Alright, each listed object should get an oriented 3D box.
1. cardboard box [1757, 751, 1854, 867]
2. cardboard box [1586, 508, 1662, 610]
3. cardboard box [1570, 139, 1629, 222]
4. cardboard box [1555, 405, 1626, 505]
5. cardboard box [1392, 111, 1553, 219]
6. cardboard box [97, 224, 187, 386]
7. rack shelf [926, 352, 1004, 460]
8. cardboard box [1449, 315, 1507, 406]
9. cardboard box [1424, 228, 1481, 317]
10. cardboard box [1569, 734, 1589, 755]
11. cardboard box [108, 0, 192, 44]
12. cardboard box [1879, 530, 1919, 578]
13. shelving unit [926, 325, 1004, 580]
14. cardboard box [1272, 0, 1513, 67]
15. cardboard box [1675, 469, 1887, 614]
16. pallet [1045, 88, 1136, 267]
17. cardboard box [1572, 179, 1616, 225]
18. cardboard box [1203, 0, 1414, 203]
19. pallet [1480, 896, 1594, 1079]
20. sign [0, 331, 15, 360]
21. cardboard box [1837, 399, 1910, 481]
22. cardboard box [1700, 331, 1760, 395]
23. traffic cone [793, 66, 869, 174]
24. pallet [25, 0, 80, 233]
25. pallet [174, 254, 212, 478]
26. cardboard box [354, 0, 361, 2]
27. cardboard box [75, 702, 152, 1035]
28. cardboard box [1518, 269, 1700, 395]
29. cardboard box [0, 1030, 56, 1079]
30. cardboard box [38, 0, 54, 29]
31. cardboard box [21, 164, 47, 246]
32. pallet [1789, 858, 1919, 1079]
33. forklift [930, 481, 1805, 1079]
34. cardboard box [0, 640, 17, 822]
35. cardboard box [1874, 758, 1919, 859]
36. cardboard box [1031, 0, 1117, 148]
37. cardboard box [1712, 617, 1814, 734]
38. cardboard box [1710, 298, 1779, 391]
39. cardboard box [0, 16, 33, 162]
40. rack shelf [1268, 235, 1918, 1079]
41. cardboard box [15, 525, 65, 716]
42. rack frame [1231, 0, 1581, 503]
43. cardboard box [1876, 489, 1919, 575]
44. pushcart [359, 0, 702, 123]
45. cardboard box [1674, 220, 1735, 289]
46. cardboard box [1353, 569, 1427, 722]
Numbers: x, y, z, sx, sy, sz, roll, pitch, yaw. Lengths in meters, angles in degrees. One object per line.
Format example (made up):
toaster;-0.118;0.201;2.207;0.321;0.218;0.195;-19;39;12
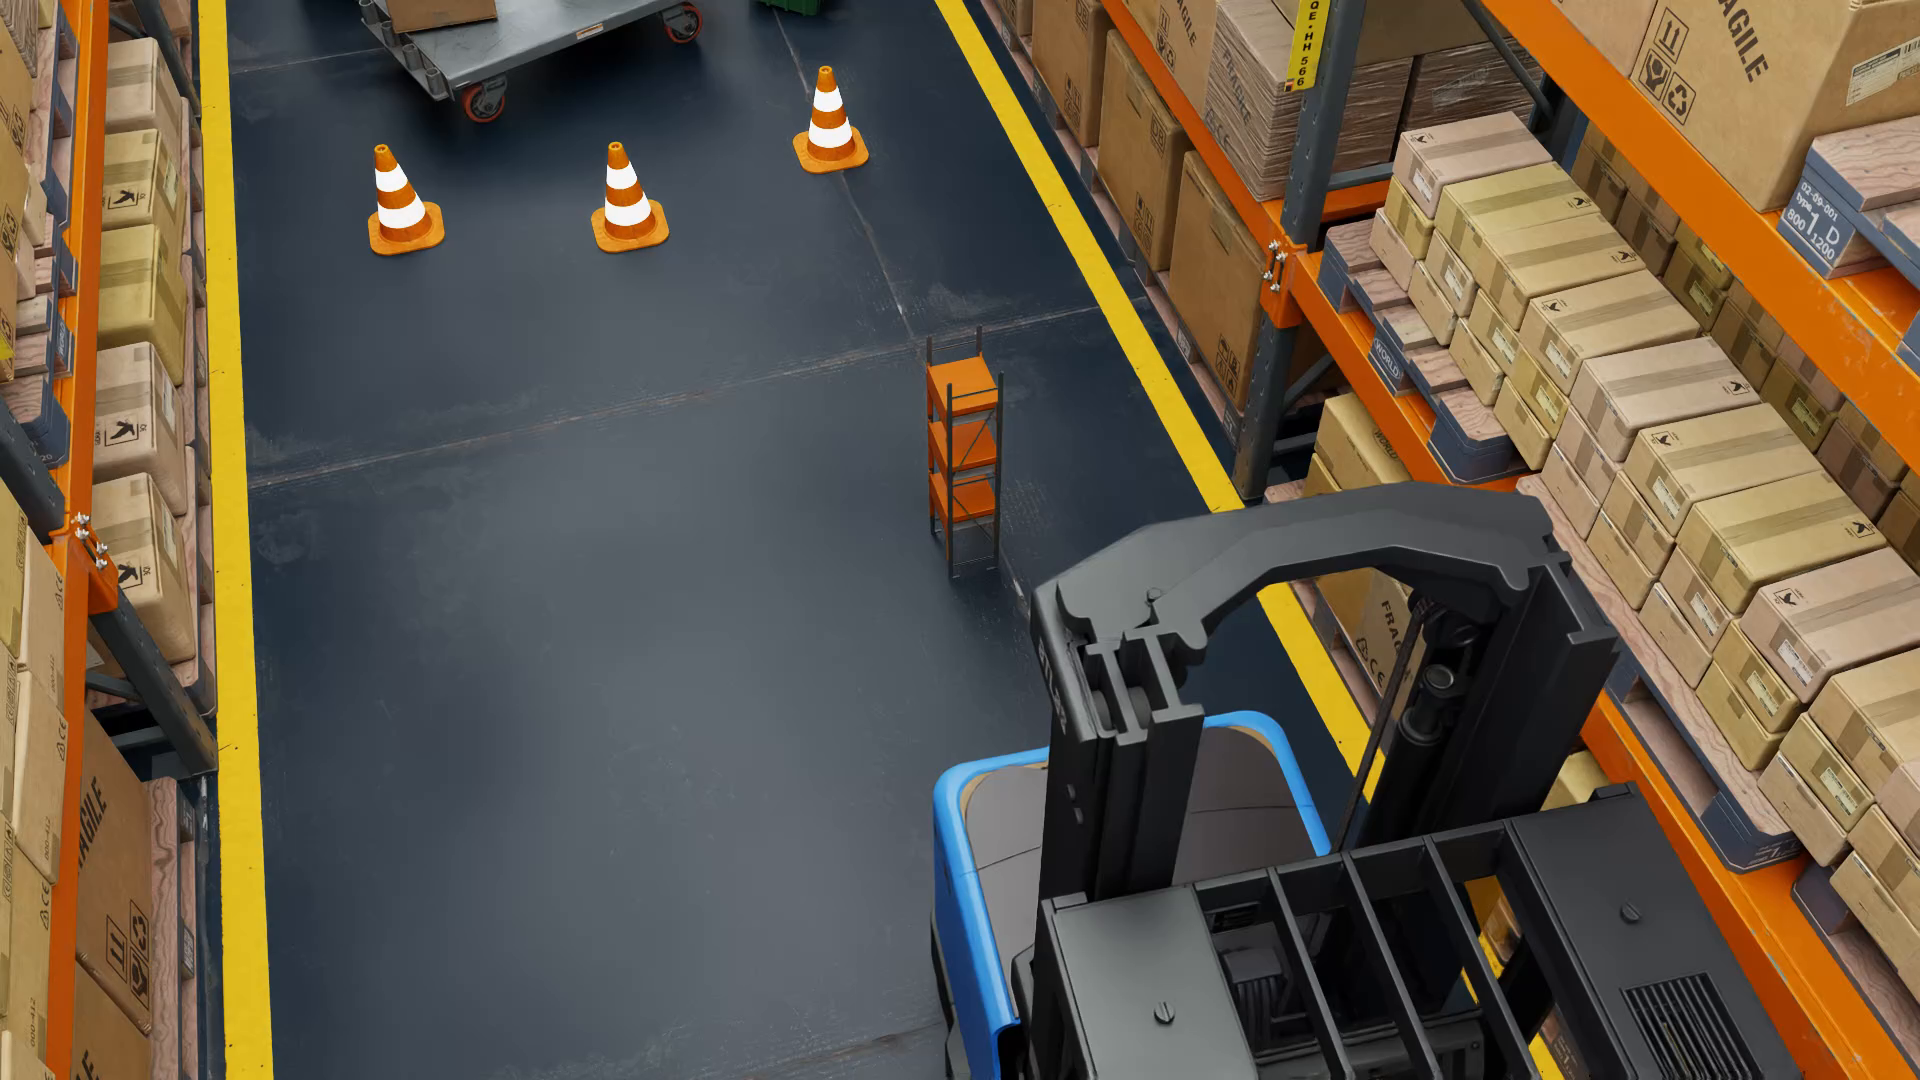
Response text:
cardboard box;2.161;0.588;3.971;0.380;0.149;0.250;-15;52;-13
cardboard box;1.929;0.010;4.459;0.380;0.149;0.250;-13;51;-10
cardboard box;2.176;-1.169;5.258;0.380;0.149;0.250;-12;51;-10
cardboard box;1.858;-0.270;4.500;0.380;0.149;0.250;-13;51;-11
cardboard box;1.548;-1.138;5.038;0.380;0.149;0.250;-13;51;-11
cardboard box;-3.706;-0.879;6.763;0.950;0.372;0.625;-12;51;-10
rack shelf;0.016;-0.475;5.896;0.215;0.259;0.240;-13;51;-11
cardboard box;1.694;-0.565;4.944;0.380;0.149;0.250;-11;51;-9
cardboard box;1.628;-0.830;4.973;0.380;0.149;0.250;-11;51;-9
cardboard box;1.852;0.445;5.072;0.500;0.250;0.500;-13;51;-11
cardboard box;-4.203;-2.746;8.416;0.500;0.250;0.500;-15;52;-13
cardboard box;2.638;0.062;4.415;0.380;0.149;0.250;-15;52;-13
shelving unit;0.016;-0.299;6.105;0.215;1.050;0.252;-13;51;-11
cardboard box;1.472;-1.961;5.511;0.700;0.500;0.500;-14;51;-11
cardboard box;2.007;0.002;4.077;0.380;0.149;0.250;-14;51;-11
pallet;1.077;-1.860;7.969;1.003;0.211;1.213;-13;51;-11
cardboard box;2.180;-1.074;5.373;0.380;0.149;0.250;-13;51;-10
cardboard box;1.205;-1.577;5.842;0.500;0.500;0.500;-13;51;-11
pallet;2.182;1.083;5.489;1.003;0.211;1.213;-13;51;-11
sign;-2.574;-0.584;4.313;0.100;0.325;0.005;-13;51;-11
cardboard box;2.558;-0.323;4.351;0.380;0.149;0.250;-11;51;-9
cardboard box;2.399;-0.522;4.907;0.380;0.149;0.250;-14;51;-11
traffic cone;-0.634;-2.059;7.973;0.336;0.463;0.334;-13;51;-11
pallet;-3.728;-1.458;5.932;1.003;0.211;1.213;-13;51;-11
pallet;-3.690;-0.645;6.945;1.003;0.211;1.213;-13;51;-11
cardboard box;-3.304;-3.290;8.985;0.500;0.500;0.500;18;52;14
cardboard box;-2.979;0.990;4.859;0.875;0.875;0.875;-14;51;-11
cardboard box;1.775;-0.572;4.560;0.380;0.149;0.250;-15;52;-12
cardboard box;-2.228;1.383;3.510;0.500;0.250;0.500;-14;51;-12
cardboard box;-3.583;-1.997;6.151;0.380;0.149;0.250;-13;51;-11
cardboard box;-3.172;-1.047;5.350;0.380;0.149;0.250;-13;51;-11
pallet;2.691;1.116;3.762;1.003;0.211;1.213;-13;51;-11
forklift;0.729;1.403;3.440;1.130;2.935;3.031;-10;51;-8
cardboard box;-2.562;0.474;3.949;0.500;0.250;0.500;-14;51;-12
cardboard box;2.240;0.573;3.595;0.380;0.149;0.250;-13;51;-11
cardboard box;0.963;-2.469;7.856;1.050;0.750;0.750;-13;51;-11
cardboard box;2.078;0.287;4.031;0.380;0.149;0.250;-13;51;-11
cardboard box;2.411;-0.600;4.778;0.380;0.149;0.250;-13;51;-11
cardboard box;-3.340;-1.493;5.302;0.500;0.500;0.500;-13;51;-10
rack shelf;2.187;0.416;4.697;1.077;0.370;4.000;-13;51;-11
cardboard box;-2.706;0.276;4.443;0.500;0.250;0.500;-15;51;-12
rack frame;1.595;-1.276;5.654;1.000;3.000;0.127;-13;51;-11
cardboard box;2.636;-0.039;4.305;0.380;0.149;0.250;-14;51;-12
pushcart;-2.123;-2.712;8.579;1.648;0.377;0.936;-30;56;-23
cardboard box;2.328;-0.893;4.831;0.380;0.149;0.250;-12;51;-10
cardboard box;1.713;0.335;5.656;0.500;0.500;0.500;-13;51;-11
